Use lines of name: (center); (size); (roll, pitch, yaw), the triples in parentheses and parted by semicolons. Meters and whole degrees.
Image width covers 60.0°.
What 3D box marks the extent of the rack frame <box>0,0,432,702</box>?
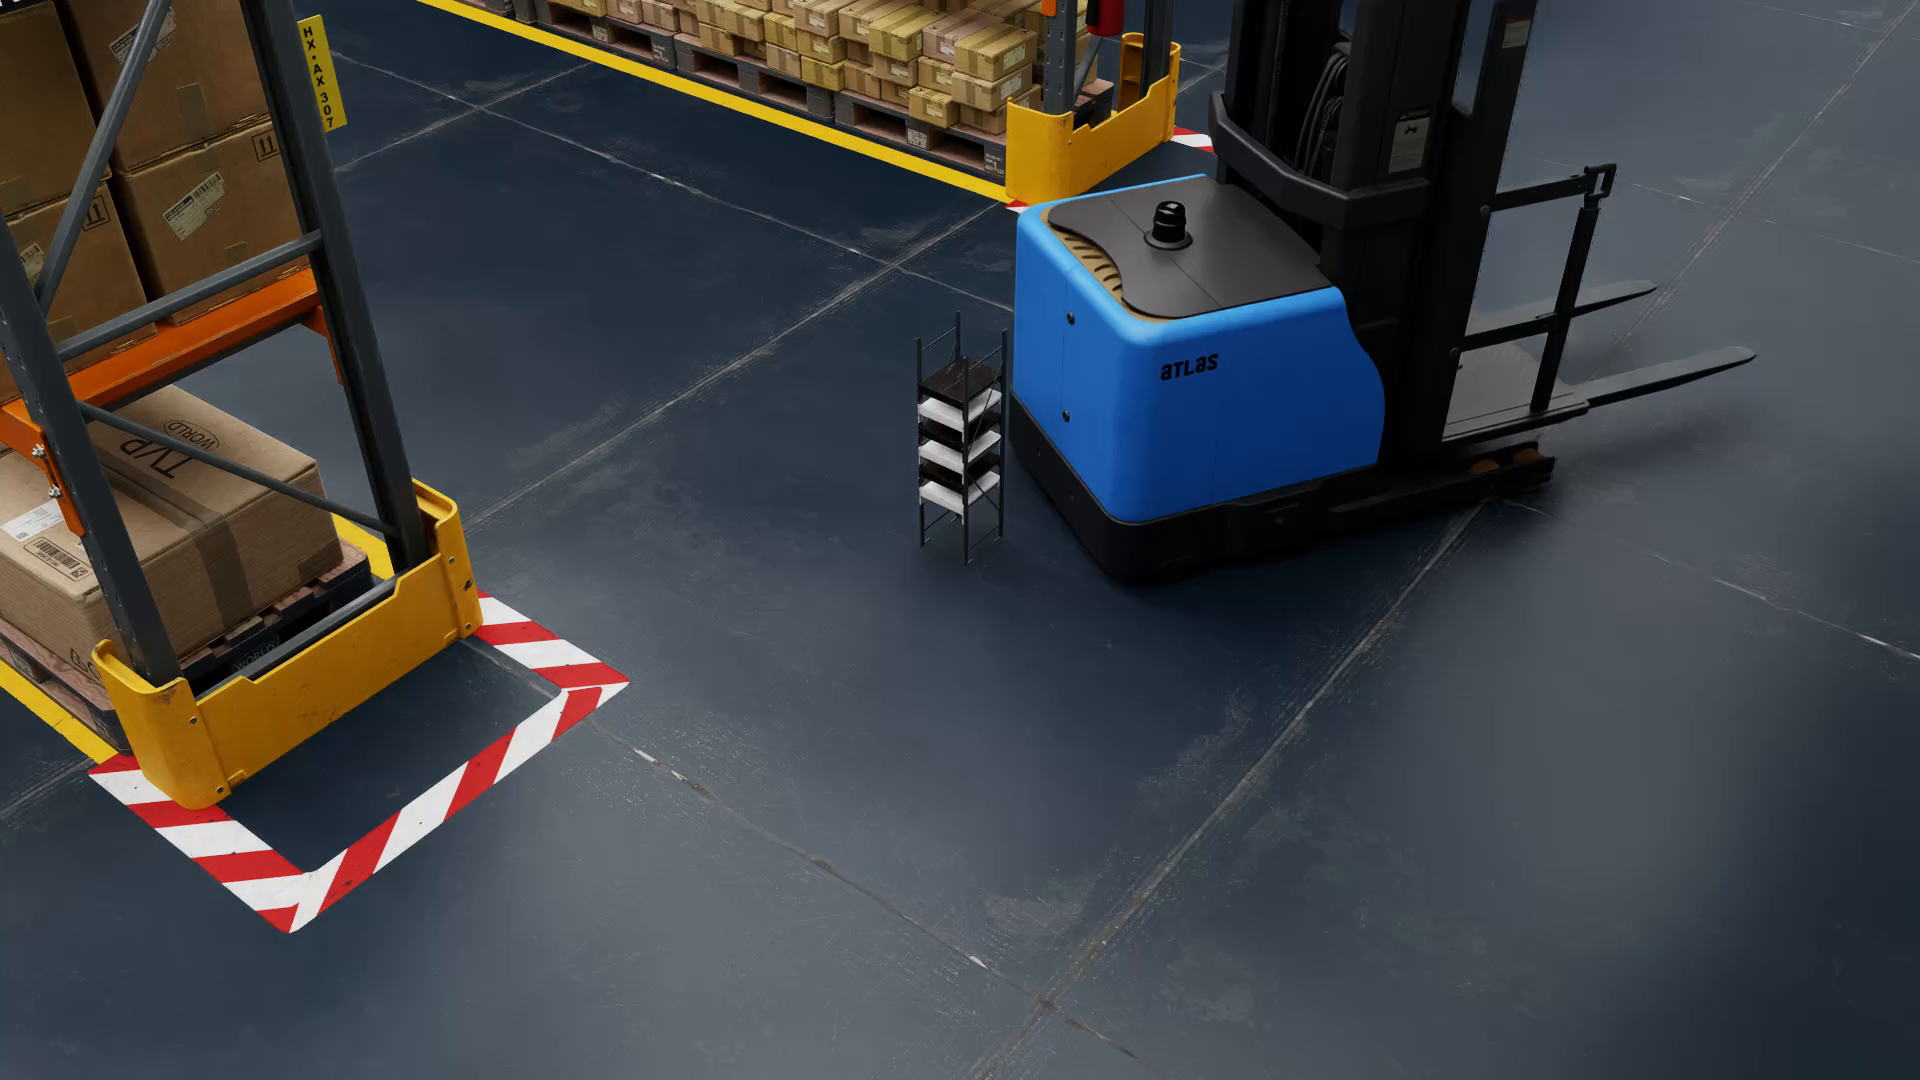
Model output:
rack frame: (-2.169, -0.682, 4.688); (0.127, 3.000, 1.000); (25, 45, 29)

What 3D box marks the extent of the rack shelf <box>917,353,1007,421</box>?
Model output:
rack shelf: (0.006, -0.538, 5.823); (0.200, 0.077, 0.258); (25, 45, 29)

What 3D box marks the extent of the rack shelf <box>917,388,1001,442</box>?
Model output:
rack shelf: (0.006, -0.467, 5.878); (0.200, 0.077, 0.258); (25, 45, 29)

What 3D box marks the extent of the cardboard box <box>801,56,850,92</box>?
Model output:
cardboard box: (-0.655, -2.621, 9.136); (0.250, 0.149, 0.380); (23, 44, 27)

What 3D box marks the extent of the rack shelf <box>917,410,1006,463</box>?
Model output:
rack shelf: (0.006, -0.396, 5.934); (0.200, 0.077, 0.258); (25, 45, 29)

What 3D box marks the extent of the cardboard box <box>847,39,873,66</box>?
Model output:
cardboard box: (-0.400, -2.707, 9.004); (0.250, 0.149, 0.380); (25, 44, 28)

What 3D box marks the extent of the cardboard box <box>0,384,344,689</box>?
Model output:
cardboard box: (-2.754, -0.037, 5.602); (0.875, 0.438, 0.875); (24, 44, 27)

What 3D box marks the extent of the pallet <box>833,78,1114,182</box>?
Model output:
pallet: (0.073, -2.396, 9.139); (1.213, 0.211, 1.003); (25, 45, 29)

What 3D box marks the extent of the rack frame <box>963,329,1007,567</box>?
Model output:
rack frame: (0.087, -0.313, 5.920); (0.006, 0.900, 0.240); (25, 45, 29)

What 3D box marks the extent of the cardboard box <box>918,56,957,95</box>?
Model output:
cardboard box: (-0.010, -2.486, 8.723); (0.250, 0.149, 0.380); (24, 44, 28)

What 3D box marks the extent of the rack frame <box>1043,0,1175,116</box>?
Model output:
rack frame: (0.758, -3.144, 7.832); (0.127, 3.000, 1.000); (25, 45, 29)

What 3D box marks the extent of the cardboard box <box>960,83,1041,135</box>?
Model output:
cardboard box: (0.213, -2.282, 8.703); (0.250, 0.149, 0.380); (26, 45, 29)

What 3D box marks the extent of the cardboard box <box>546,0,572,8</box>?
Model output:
cardboard box: (-2.326, -3.391, 10.120); (0.250, 0.149, 0.380); (23, 44, 27)

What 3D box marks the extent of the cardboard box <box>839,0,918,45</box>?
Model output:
cardboard box: (-0.432, -2.780, 8.857); (0.250, 0.149, 0.380); (23, 44, 27)

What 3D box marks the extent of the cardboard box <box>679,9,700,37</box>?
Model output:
cardboard box: (-1.418, -3.070, 9.709); (0.250, 0.149, 0.380); (23, 44, 27)

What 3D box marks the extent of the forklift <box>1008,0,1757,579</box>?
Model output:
forklift: (1.762, -1.587, 5.900); (3.031, 2.935, 1.130); (-14, 40, -17)

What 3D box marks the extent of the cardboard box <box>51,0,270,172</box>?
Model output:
cardboard box: (-2.378, -1.435, 4.757); (0.500, 0.500, 0.500); (24, 44, 28)

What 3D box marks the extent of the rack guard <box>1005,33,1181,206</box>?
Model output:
rack guard: (0.697, -2.188, 8.639); (0.348, 0.500, 1.175); (25, 45, 29)

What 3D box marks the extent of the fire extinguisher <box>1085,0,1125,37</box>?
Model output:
fire extinguisher: (0.677, -2.646, 7.562); (0.183, 0.674, 0.296); (25, 45, 29)

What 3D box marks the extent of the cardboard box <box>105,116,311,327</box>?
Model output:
cardboard box: (-2.376, -1.042, 5.067); (0.500, 0.500, 0.500); (25, 44, 28)

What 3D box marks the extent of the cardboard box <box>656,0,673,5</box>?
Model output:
cardboard box: (-1.642, -3.283, 9.740); (0.250, 0.149, 0.380); (23, 44, 26)

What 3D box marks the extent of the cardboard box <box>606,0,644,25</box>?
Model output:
cardboard box: (-1.885, -3.224, 9.906); (0.250, 0.149, 0.380); (25, 44, 28)

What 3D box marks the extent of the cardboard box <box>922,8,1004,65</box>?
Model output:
cardboard box: (0.018, -2.617, 8.649); (0.250, 0.149, 0.380); (26, 45, 29)

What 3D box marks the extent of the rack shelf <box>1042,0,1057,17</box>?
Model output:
rack shelf: (-0.831, -3.610, 9.011); (4.000, 0.370, 1.077); (25, 45, 29)

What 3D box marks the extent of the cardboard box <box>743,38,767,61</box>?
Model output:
cardboard box: (-1.015, -2.864, 9.447); (0.250, 0.149, 0.380); (27, 45, 30)

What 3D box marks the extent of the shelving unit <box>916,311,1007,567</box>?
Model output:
shelving unit: (0.006, -0.351, 5.969); (0.210, 0.900, 0.258); (25, 45, 29)

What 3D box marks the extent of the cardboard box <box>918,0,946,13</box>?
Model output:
cardboard box: (-0.114, -3.037, 9.186); (0.250, 0.149, 0.380); (23, 44, 27)

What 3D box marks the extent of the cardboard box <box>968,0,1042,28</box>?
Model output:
cardboard box: (0.256, -2.828, 8.918); (0.250, 0.149, 0.380); (26, 45, 29)

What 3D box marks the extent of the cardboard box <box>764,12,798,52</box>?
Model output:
cardboard box: (-0.860, -2.848, 9.185); (0.250, 0.149, 0.380); (28, 46, 31)

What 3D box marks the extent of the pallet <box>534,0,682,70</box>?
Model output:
pallet: (-1.865, -3.310, 10.306); (1.213, 0.211, 1.003); (25, 45, 29)

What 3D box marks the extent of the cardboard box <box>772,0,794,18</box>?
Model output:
cardboard box: (-0.821, -3.007, 9.146); (0.250, 0.149, 0.380); (24, 44, 27)

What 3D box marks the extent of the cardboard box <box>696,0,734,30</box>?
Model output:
cardboard box: (-1.276, -3.042, 9.433); (0.250, 0.149, 0.380); (25, 44, 28)

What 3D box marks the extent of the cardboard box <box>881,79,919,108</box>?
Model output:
cardboard box: (-0.210, -2.470, 8.943); (0.250, 0.149, 0.380); (25, 44, 28)
